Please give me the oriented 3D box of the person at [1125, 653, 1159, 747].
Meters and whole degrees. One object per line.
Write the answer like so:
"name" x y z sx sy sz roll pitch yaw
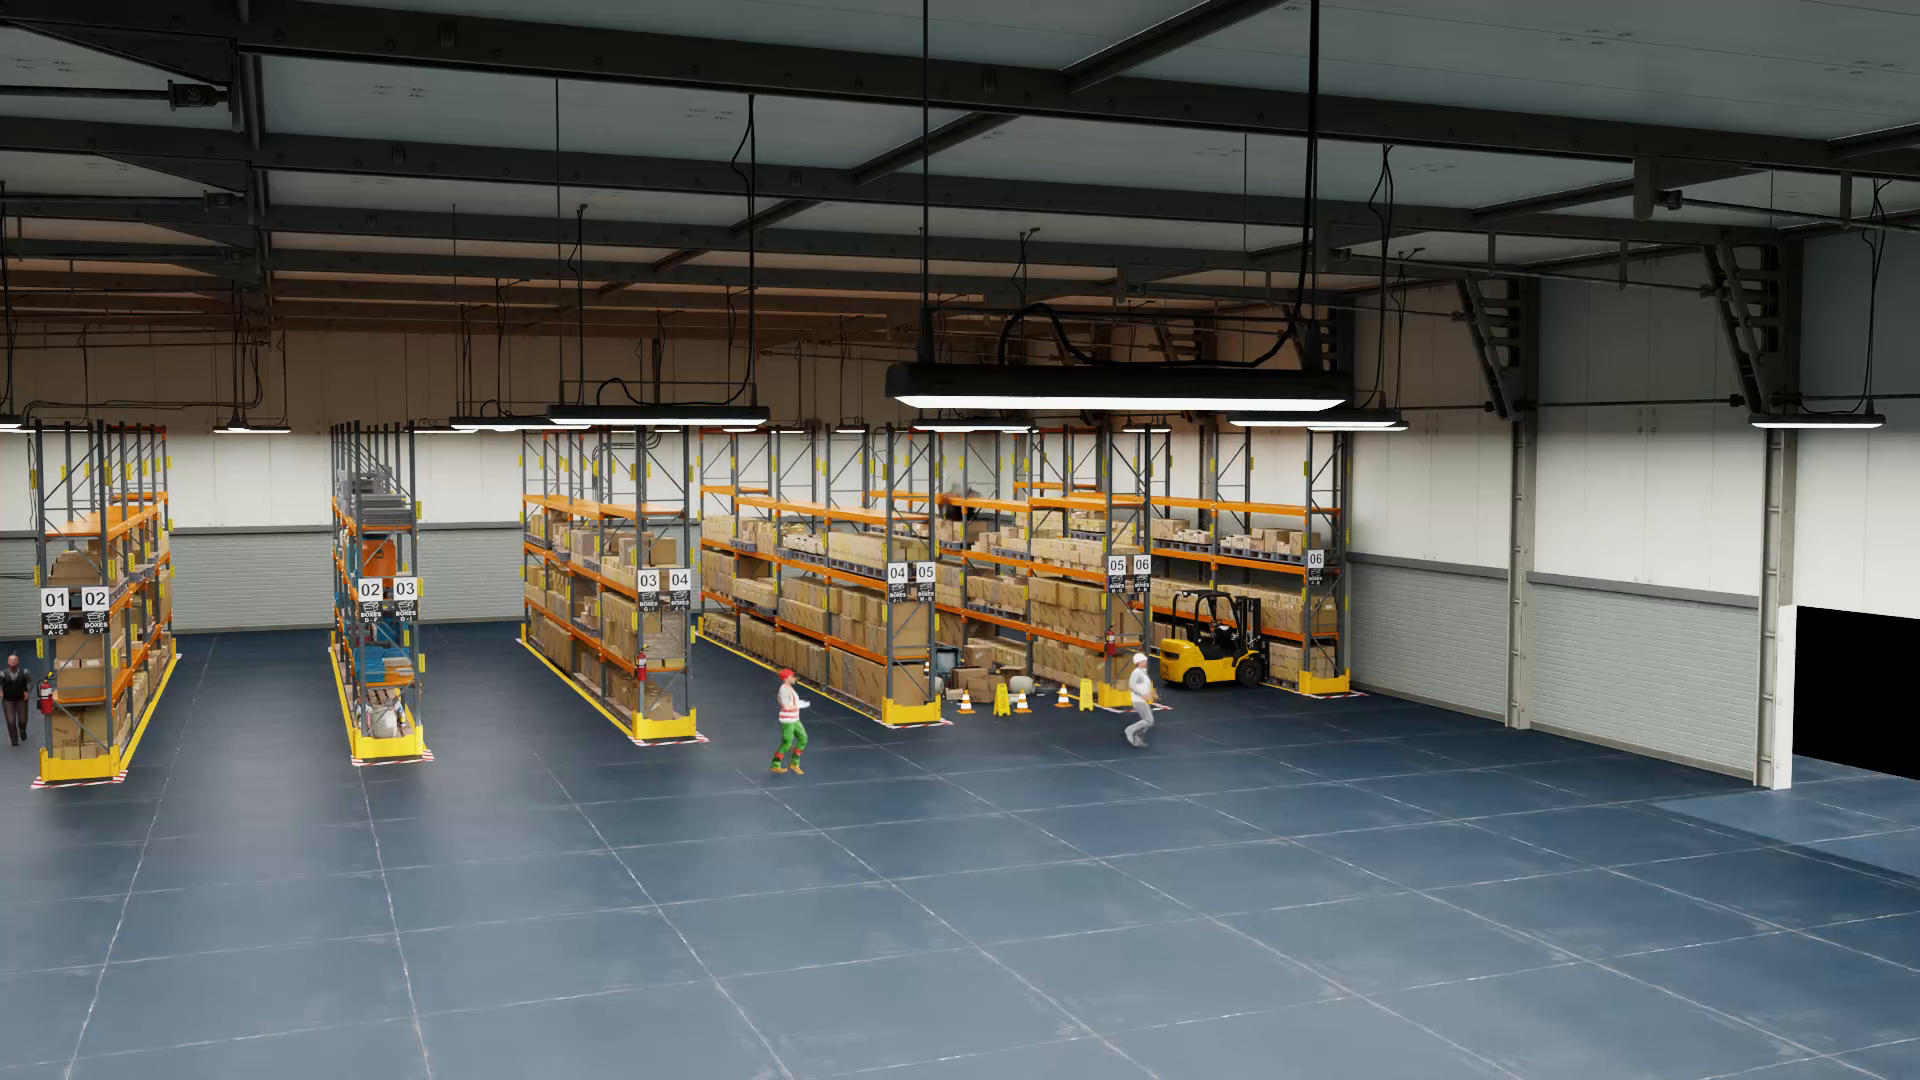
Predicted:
"person" 3.331 2.946 30.553 0.577 1.726 0.583 1 4 17

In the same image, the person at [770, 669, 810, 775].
"person" -2.849 3.077 28.014 0.705 1.824 0.632 1 4 8

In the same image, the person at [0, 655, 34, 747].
"person" -17.445 2.965 30.687 0.652 1.672 0.604 -2 4 -30
